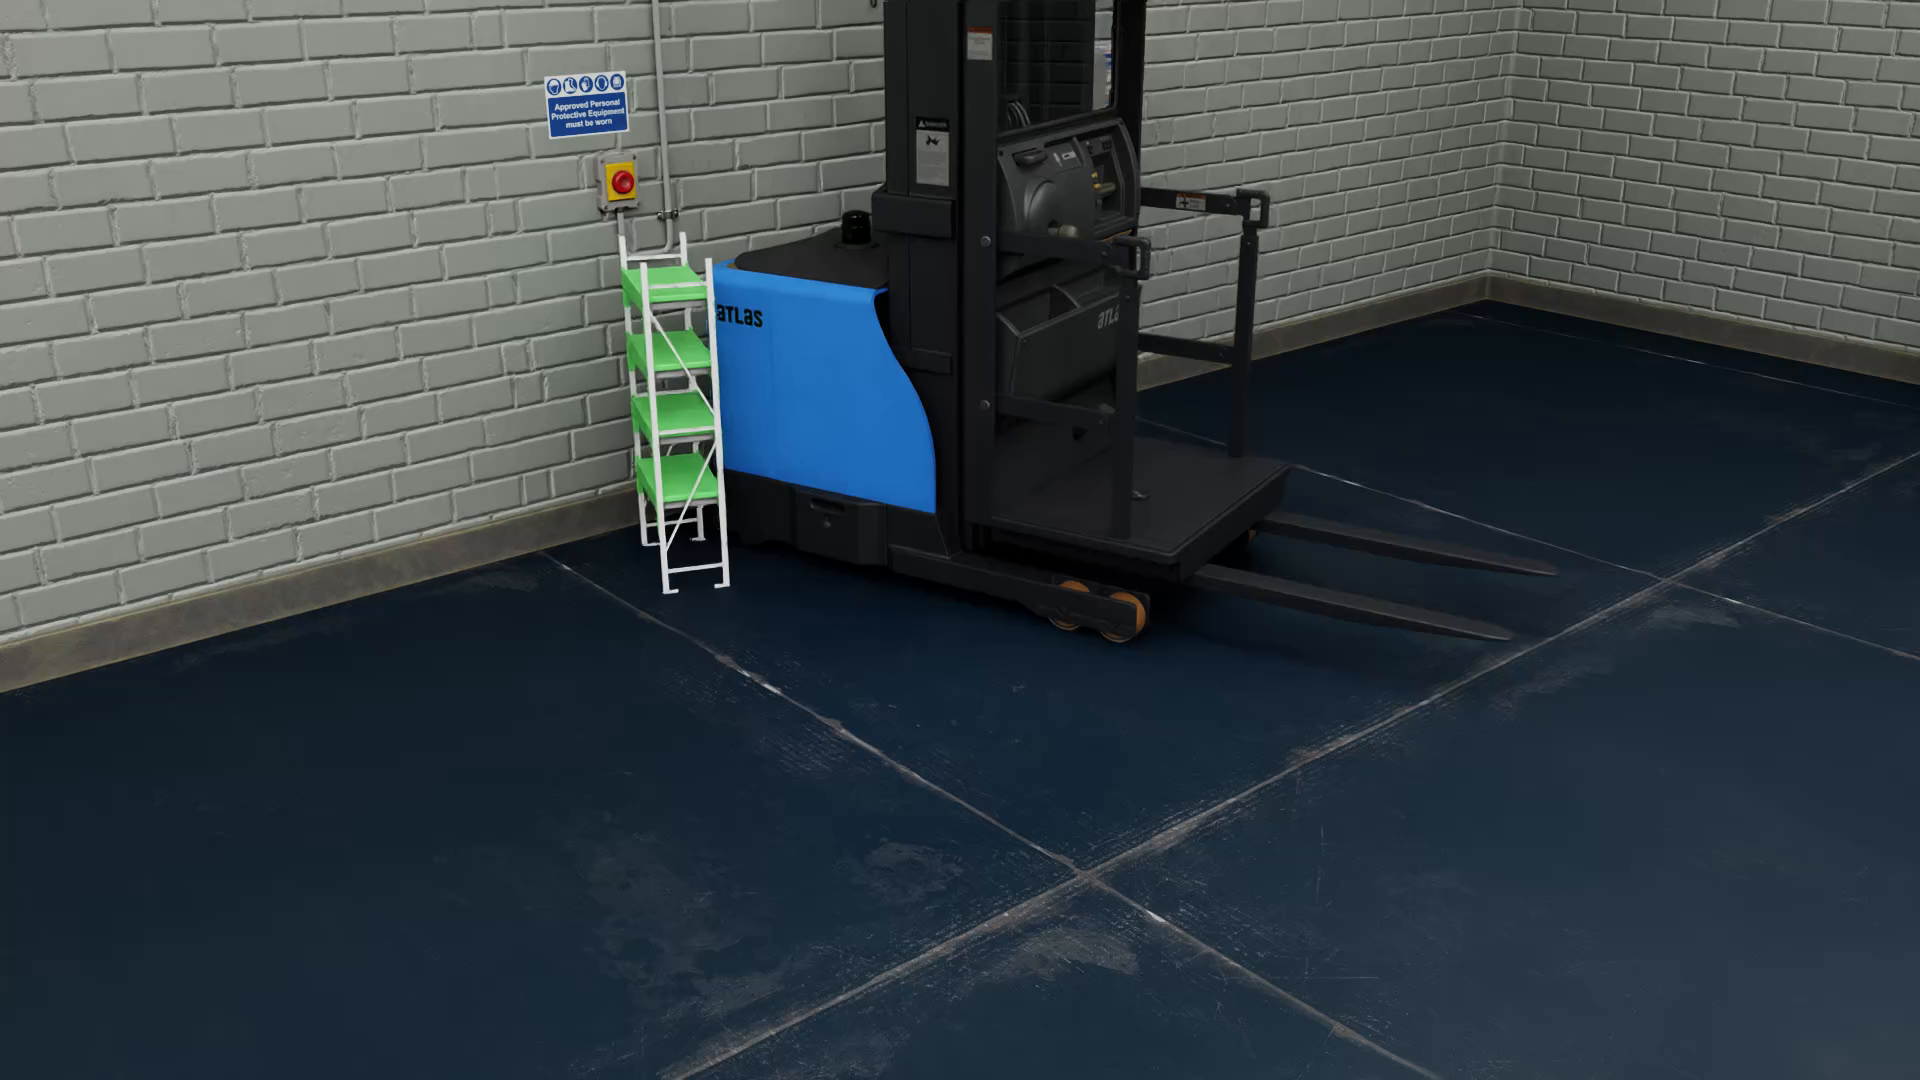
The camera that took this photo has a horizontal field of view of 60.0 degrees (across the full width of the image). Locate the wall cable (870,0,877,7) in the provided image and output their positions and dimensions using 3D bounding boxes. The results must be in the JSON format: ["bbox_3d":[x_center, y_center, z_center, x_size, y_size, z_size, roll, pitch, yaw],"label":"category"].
[{"bbox_3d":[-0.208,-2.262,6.753,0.588,1.984,0.122,-17,27,-37],"label":"wall cable"}]

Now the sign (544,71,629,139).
[{"bbox_3d":[-1.351,-1.579,6.033,0.327,0.218,0.001,-17,27,-37],"label":"sign"}]

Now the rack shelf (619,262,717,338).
[{"bbox_3d":[-1.035,-0.852,5.874,0.258,0.148,0.480,-7,23,-18],"label":"rack shelf"}]

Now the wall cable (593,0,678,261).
[{"bbox_3d":[-1.274,-1.936,5.877,0.585,1.953,0.123,-17,27,-37],"label":"wall cable"}]

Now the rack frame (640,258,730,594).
[{"bbox_3d":[-0.955,-0.381,5.811,0.240,1.200,0.015,-7,23,-18],"label":"rack frame"}]

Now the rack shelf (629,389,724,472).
[{"bbox_3d":[-1.035,-0.405,6.049,0.258,0.148,0.480,-7,23,-18],"label":"rack shelf"}]

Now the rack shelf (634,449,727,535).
[{"bbox_3d":[-1.035,-0.182,6.136,0.258,0.148,0.480,-7,23,-18],"label":"rack shelf"}]

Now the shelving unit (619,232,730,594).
[{"bbox_3d":[-1.035,-0.465,6.025,0.258,1.200,0.503,-7,23,-18],"label":"shelving unit"}]

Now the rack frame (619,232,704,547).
[{"bbox_3d":[-1.114,-0.549,6.240,0.240,1.200,0.015,-7,23,-18],"label":"rack frame"}]

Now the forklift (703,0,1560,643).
[{"bbox_3d":[0.562,-1.240,5.631,3.031,2.935,1.130,13,25,29],"label":"forklift"}]

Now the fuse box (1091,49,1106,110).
[{"bbox_3d":[0.412,-1.308,7.477,0.539,1.711,0.414,-17,27,-37],"label":"fuse box"}]

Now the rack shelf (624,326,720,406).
[{"bbox_3d":[-1.035,-0.629,5.961,0.258,0.148,0.480,-7,23,-18],"label":"rack shelf"}]

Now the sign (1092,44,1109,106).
[{"bbox_3d":[0.651,-2.038,7.706,0.329,0.494,0.001,-17,27,-37],"label":"sign"}]
